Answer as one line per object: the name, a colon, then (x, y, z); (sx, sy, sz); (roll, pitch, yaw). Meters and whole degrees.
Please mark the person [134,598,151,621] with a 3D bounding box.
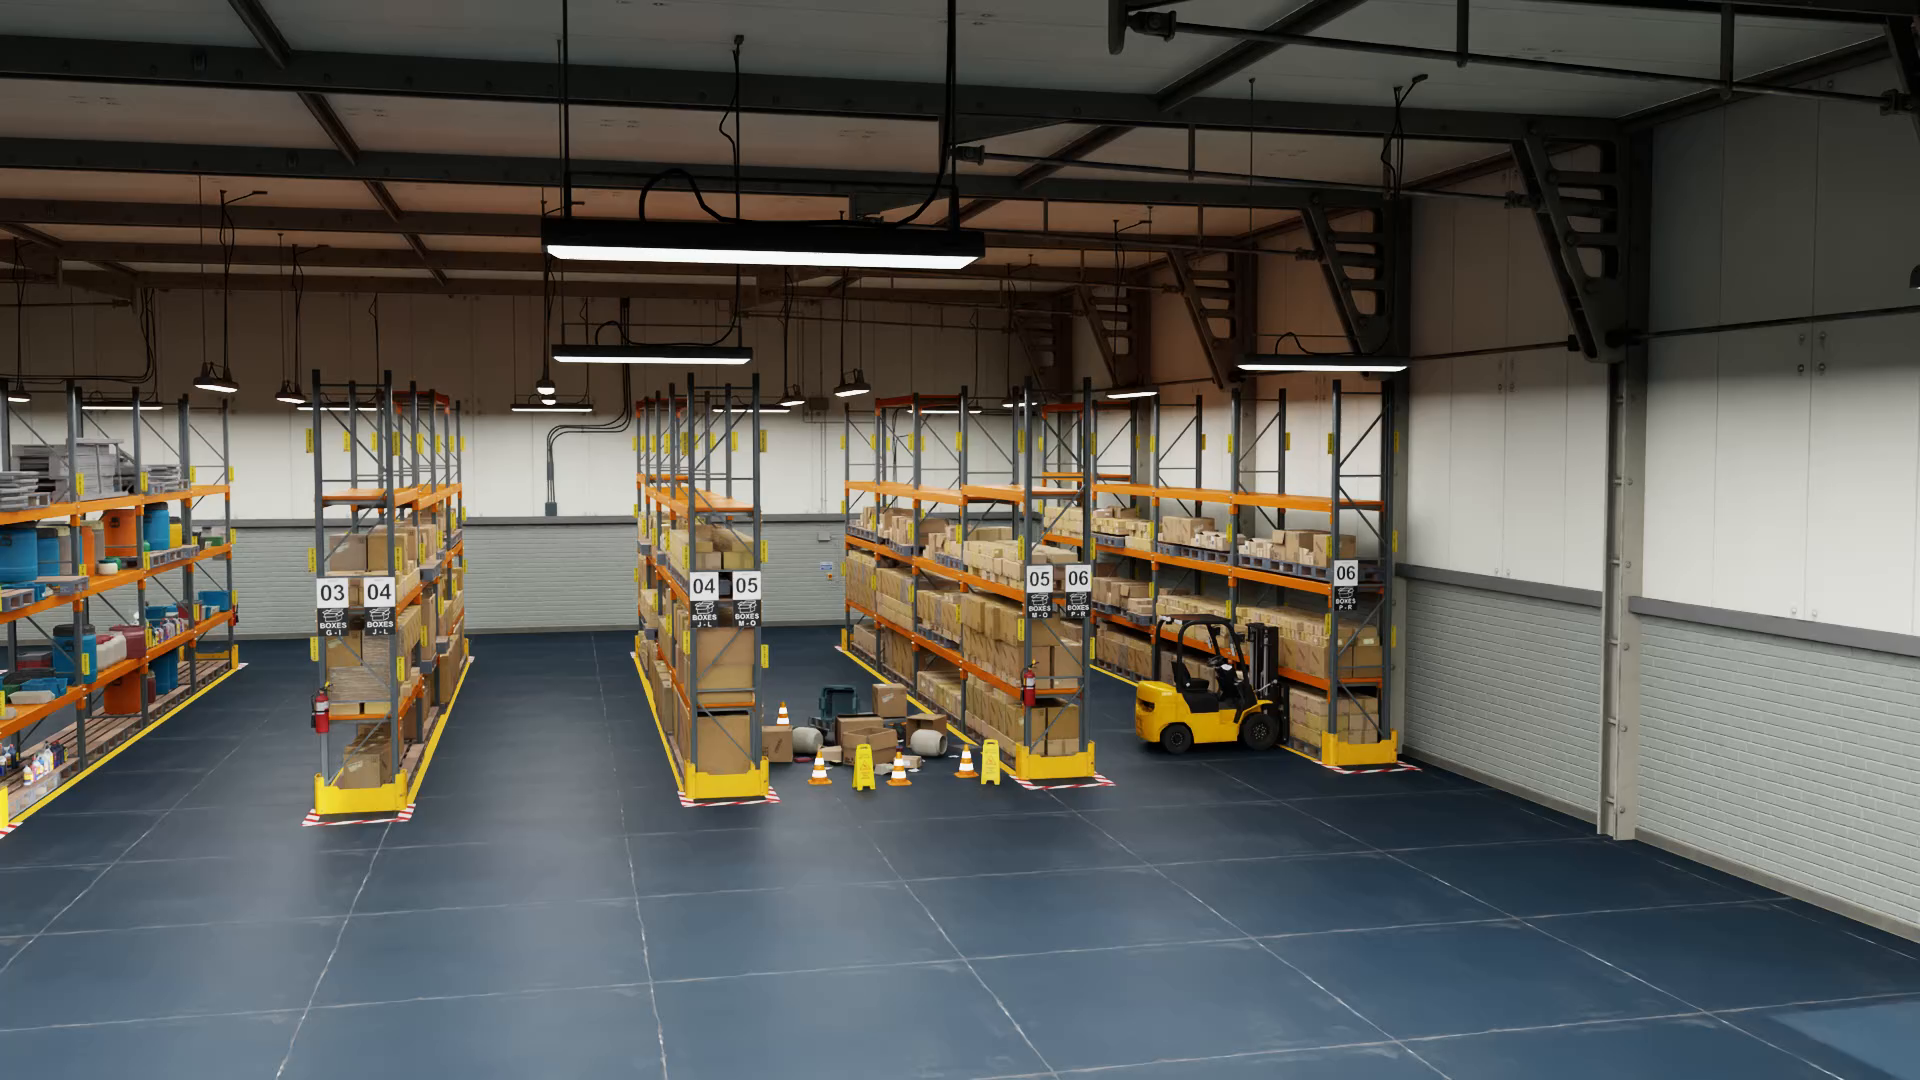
person: (-17.666, 2.104, 35.898); (0.592, 1.673, 0.665); (-3, 4, -39)
